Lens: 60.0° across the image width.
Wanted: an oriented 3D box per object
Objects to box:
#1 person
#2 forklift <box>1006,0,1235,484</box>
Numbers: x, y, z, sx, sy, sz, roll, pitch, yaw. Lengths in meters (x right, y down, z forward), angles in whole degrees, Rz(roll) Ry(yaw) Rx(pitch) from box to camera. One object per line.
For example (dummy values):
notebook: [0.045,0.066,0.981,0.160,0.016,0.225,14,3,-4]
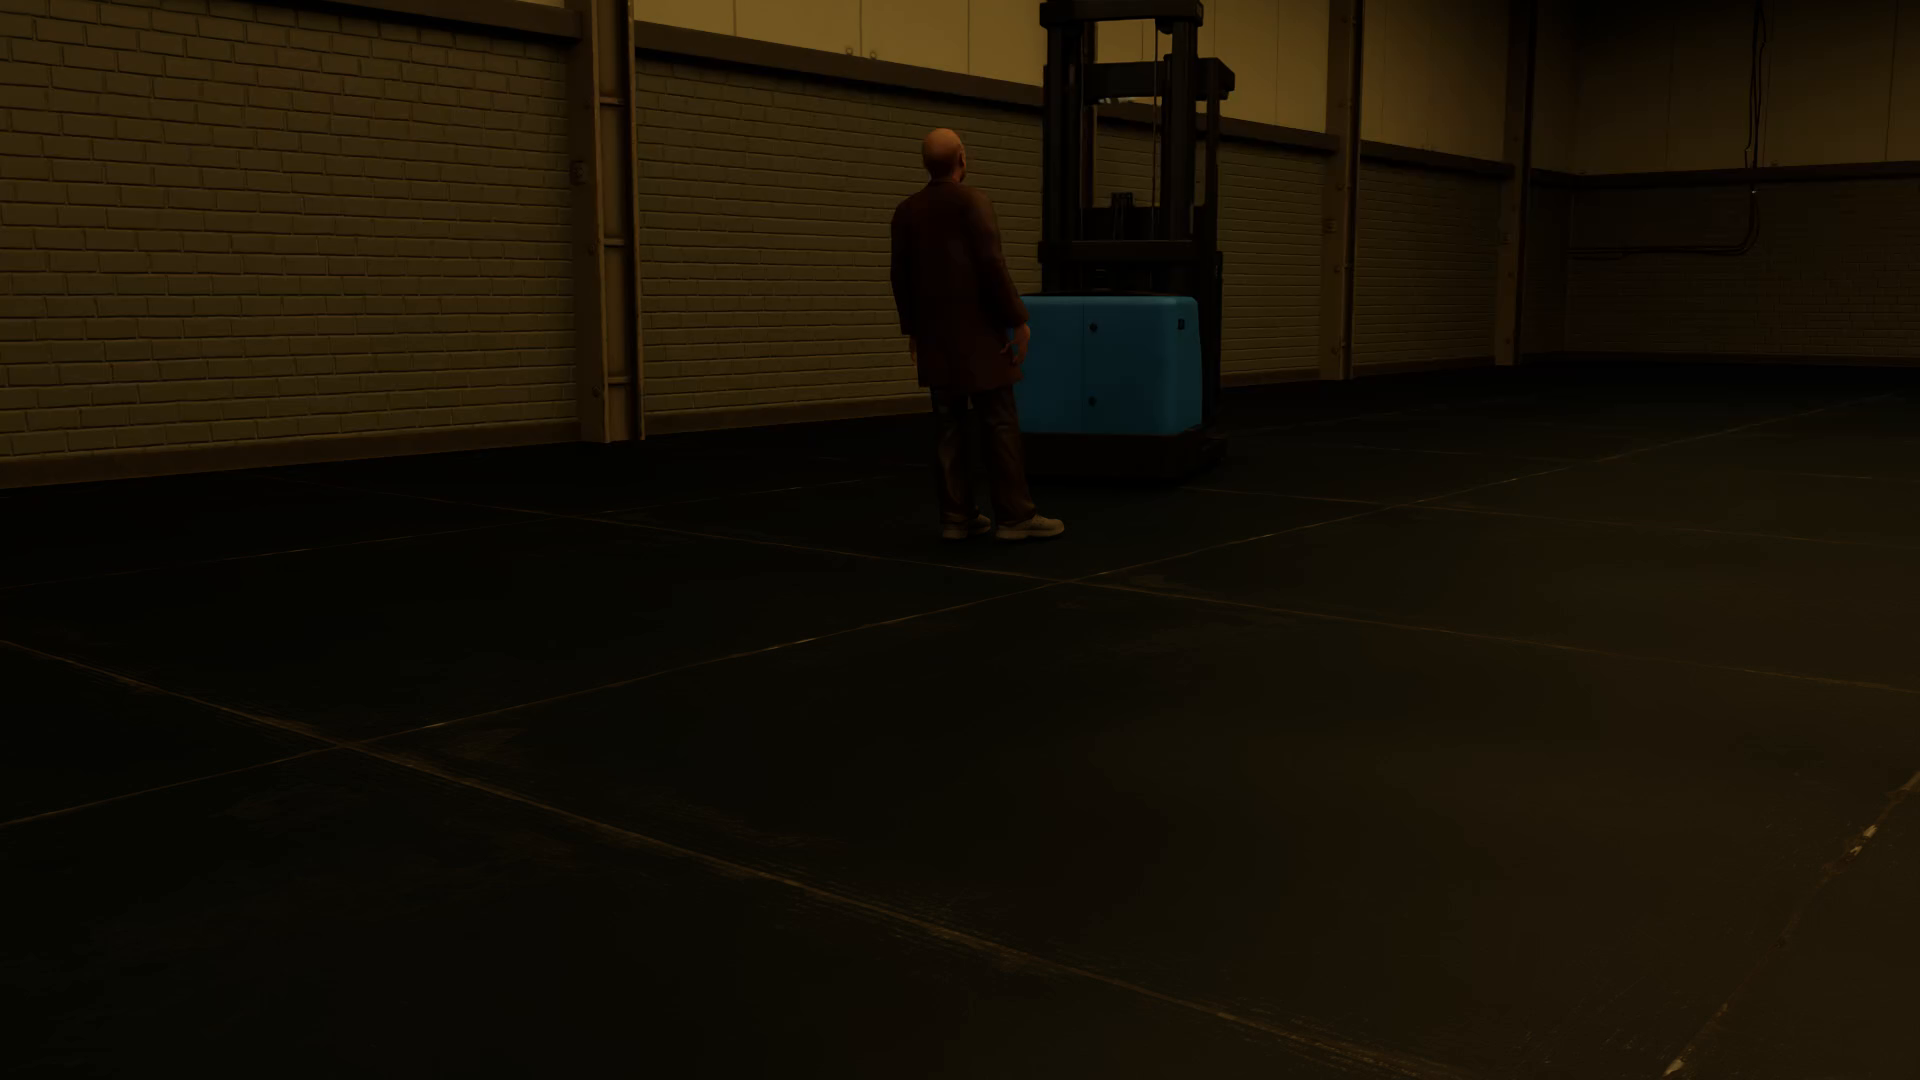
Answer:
person: [0.061,-0.897,7.344,0.698,1.778,0.579,7,11,38]
forklift: [1.123,-1.946,10.579,1.130,2.935,3.031,3,9,17]
